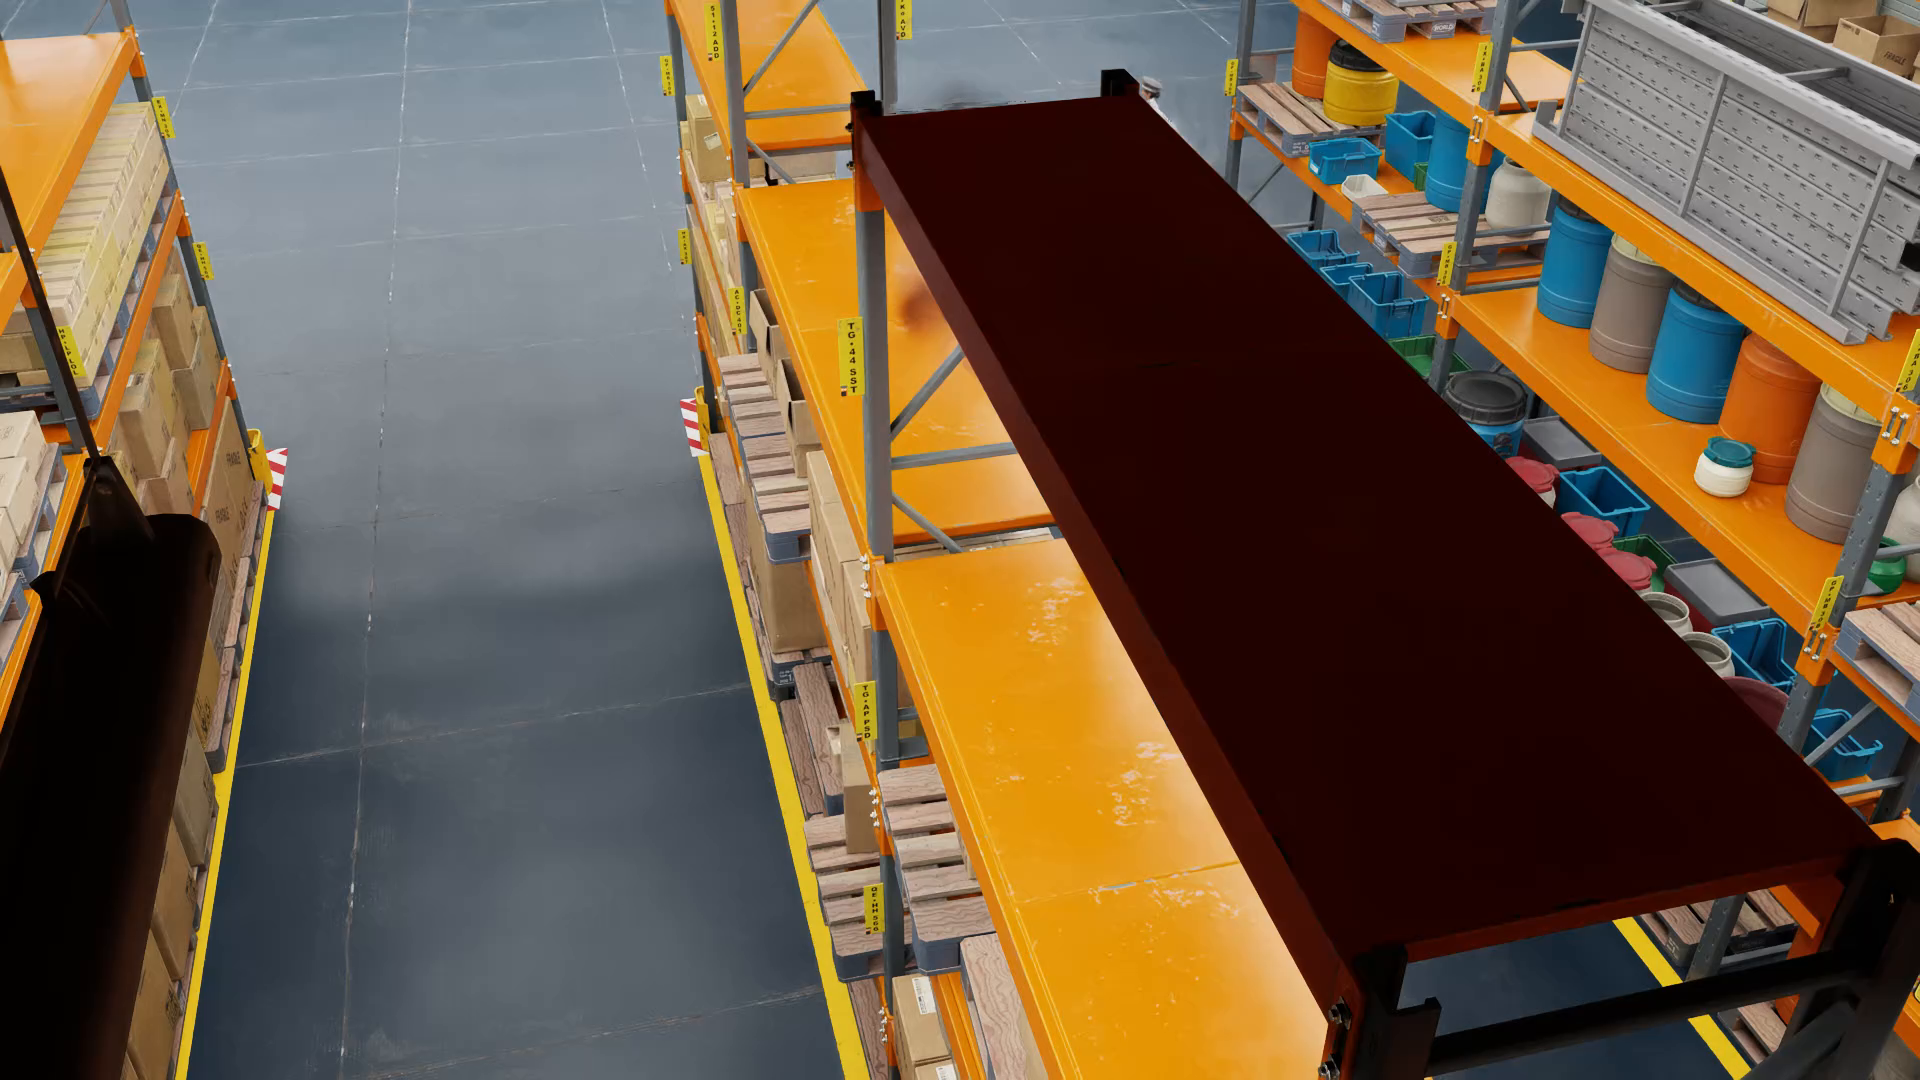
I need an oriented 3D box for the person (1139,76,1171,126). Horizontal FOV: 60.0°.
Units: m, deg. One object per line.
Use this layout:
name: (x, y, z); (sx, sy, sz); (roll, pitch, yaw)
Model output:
person: (2.178, -4.481, 19.095); (0.919, 1.702, 0.594); (3, 35, 5)
